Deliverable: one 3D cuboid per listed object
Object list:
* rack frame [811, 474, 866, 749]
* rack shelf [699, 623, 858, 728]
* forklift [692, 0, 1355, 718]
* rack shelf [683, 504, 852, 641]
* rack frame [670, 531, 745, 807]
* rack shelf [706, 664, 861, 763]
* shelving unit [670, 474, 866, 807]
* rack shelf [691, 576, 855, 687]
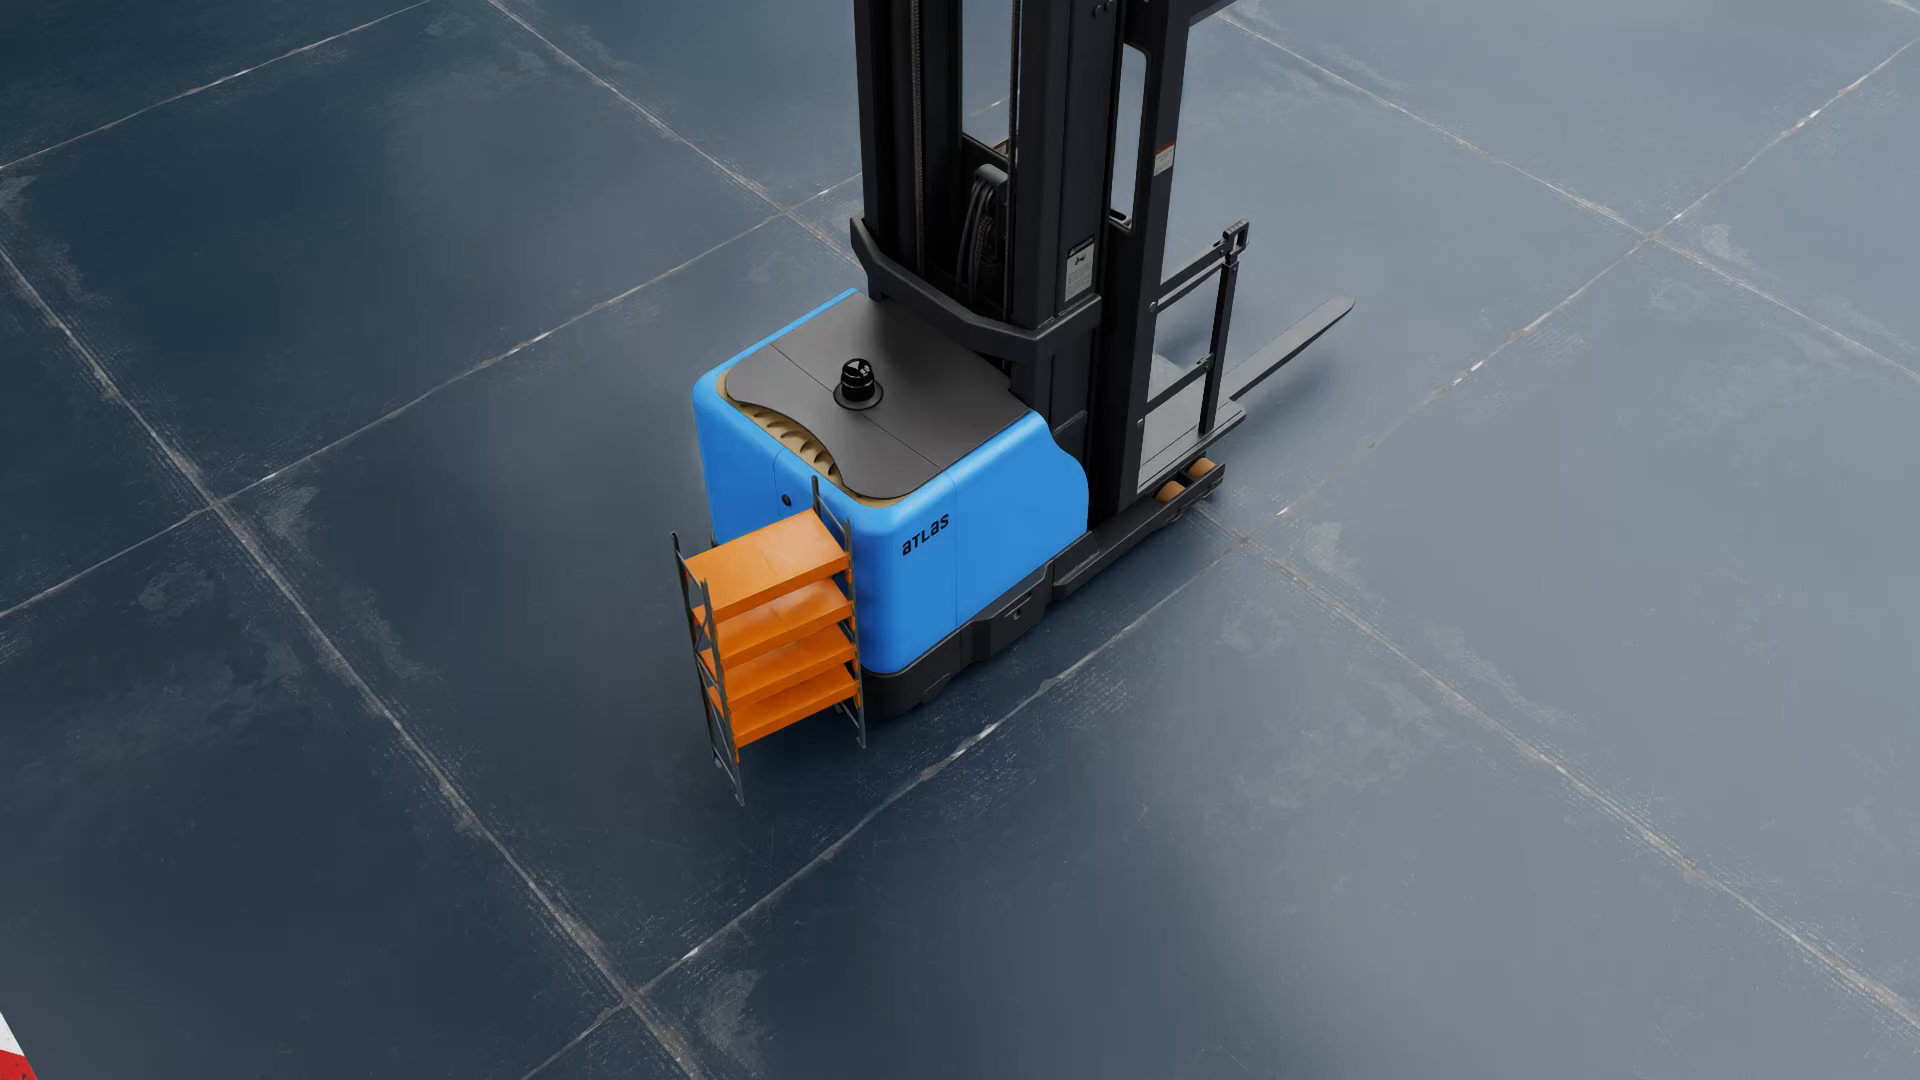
[{"bbox_3d":[-0.408,0.275,5.680,0.015,1.200,0.240,-23,52,-20],"label":"rack frame"},{"bbox_3d":[-0.618,0.412,5.645,0.480,0.148,0.258,-23,52,-20],"label":"rack shelf"},{"bbox_3d":[0.452,-1.316,5.970,3.031,2.935,1.130,-36,57,-28],"label":"forklift"},{"bbox_3d":[-0.618,0.100,5.307,0.480,0.148,0.258,-23,52,-20],"label":"rack shelf"},{"bbox_3d":[-0.828,0.458,5.511,0.015,1.200,0.240,-23,52,-20],"label":"rack frame"},{"bbox_3d":[-0.618,0.547,5.791,0.480,0.148,0.258,-23,52,-20],"label":"rack shelf"},{"bbox_3d":[-0.618,0.366,5.595,0.503,1.200,0.258,-23,52,-20],"label":"shelving unit"},{"bbox_3d":[-0.618,0.260,5.480,0.480,0.148,0.258,-23,52,-20],"label":"rack shelf"}]
